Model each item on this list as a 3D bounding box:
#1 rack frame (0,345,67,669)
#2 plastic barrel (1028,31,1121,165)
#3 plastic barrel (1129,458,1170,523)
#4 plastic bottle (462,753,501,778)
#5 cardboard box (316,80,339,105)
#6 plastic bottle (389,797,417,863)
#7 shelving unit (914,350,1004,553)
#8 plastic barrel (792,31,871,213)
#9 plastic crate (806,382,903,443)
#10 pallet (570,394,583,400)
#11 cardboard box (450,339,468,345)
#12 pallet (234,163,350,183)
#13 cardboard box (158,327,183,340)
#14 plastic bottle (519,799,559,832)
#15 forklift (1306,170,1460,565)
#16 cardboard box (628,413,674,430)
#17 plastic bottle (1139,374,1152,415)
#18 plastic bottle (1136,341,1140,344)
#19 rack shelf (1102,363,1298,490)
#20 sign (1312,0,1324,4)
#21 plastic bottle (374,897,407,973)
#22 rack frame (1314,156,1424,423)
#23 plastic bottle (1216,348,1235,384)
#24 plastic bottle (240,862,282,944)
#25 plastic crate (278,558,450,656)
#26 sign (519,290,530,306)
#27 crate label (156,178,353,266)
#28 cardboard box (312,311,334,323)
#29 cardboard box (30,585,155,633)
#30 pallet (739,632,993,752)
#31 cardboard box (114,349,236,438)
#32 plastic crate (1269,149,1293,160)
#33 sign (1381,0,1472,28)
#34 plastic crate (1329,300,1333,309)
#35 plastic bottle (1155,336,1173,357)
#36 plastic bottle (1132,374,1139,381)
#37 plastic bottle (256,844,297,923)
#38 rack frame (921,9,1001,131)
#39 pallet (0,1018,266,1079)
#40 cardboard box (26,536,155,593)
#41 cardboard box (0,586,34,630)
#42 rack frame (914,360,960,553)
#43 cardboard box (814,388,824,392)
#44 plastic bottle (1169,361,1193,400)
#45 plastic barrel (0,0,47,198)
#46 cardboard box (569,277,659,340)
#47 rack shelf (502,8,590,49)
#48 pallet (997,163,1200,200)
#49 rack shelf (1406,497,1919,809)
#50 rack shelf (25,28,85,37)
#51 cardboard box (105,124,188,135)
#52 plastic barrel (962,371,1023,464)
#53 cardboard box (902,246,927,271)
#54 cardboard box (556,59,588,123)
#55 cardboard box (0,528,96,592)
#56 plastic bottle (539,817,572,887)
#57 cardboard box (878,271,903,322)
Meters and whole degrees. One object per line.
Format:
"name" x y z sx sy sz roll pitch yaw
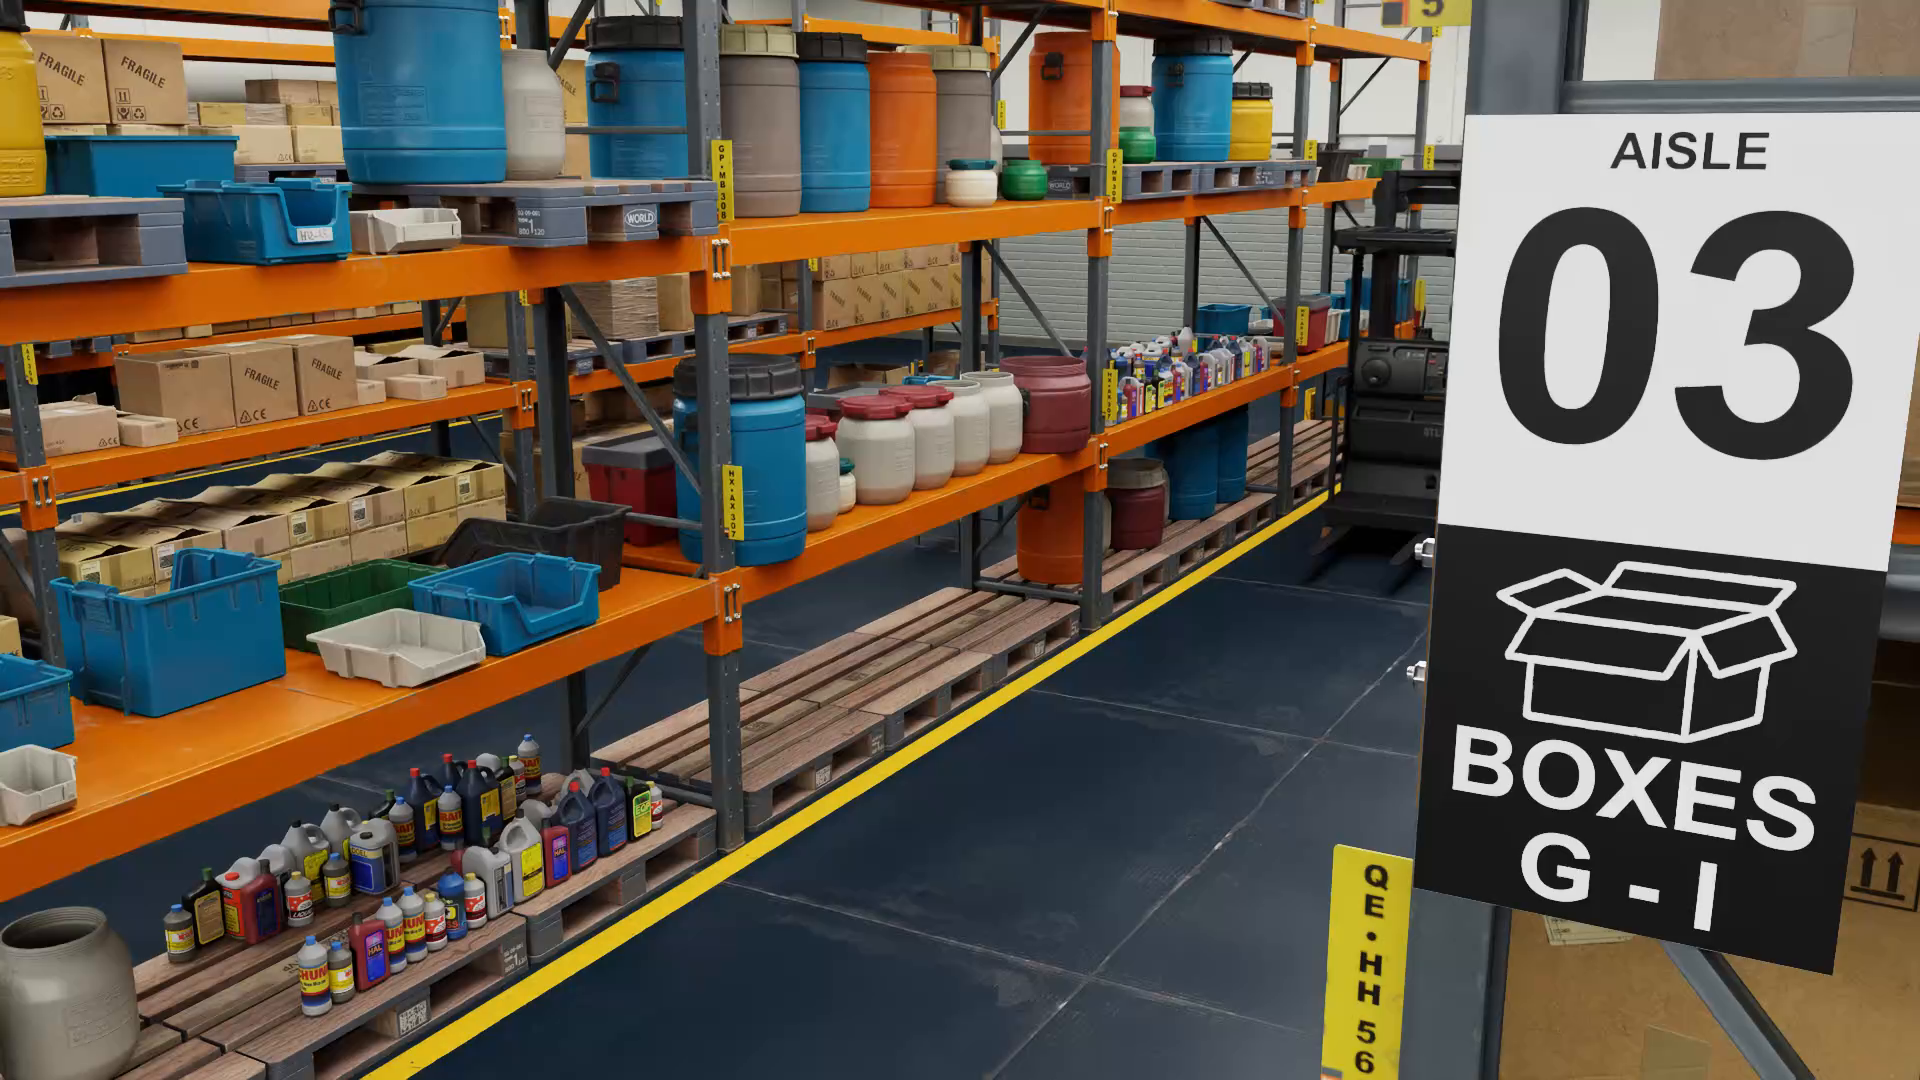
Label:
"rack frame" -5.794 -0.654 9.845 1.000 3.000 0.127 7 15 28
"plastic barrel" 0.751 -2.900 10.949 0.600 0.830 0.708 7 15 28
"plastic barrel" 1.436 -0.367 13.069 0.421 0.512 0.421 0 14 0
"plastic bottle" -2.130 1.104 7.429 0.152 0.276 0.135 8 16 30
"cardboard box" -6.805 -4.775 17.788 0.500 0.250 0.500 9 16 32
"plastic bottle" -2.343 1.212 6.987 0.097 0.271 0.097 0 14 0
"shelving unit" -0.003 -0.728 13.352 0.431 1.500 0.755 7 15 28
"plastic barrel" -0.772 -2.191 8.752 0.600 0.901 0.708 7 15 28
"plastic crate" -0.575 -0.647 9.680 0.402 0.464 0.583 7 15 28
"pallet" -5.240 -1.898 20.958 1.003 0.211 1.213 7 15 28
"cardboard box" -6.058 -2.294 19.704 0.380 0.149 0.250 7 15 28
"pallet" -4.648 -2.462 11.347 1.003 0.211 1.213 8 16 31
"cardboard box" -7.707 -2.015 15.983 0.380 0.149 0.250 8 16 29
"plastic bottle" -1.754 1.211 6.983 0.152 0.276 0.135 7 15 28
"forklift" 3.520 -1.384 13.019 1.130 2.935 3.031 7 15 26
"cardboard box" -2.648 -0.852 15.063 0.500 0.500 0.500 7 15 26
"plastic bottle" 1.294 -1.025 11.635 0.061 0.283 0.133 7 15 28
"plastic bottle" 1.427 -1.467 13.469 0.061 0.283 0.133 7 15 28
"rack shelf" 1.440 -0.973 12.705 1.077 0.370 4.000 7 15 28
"sign" 2.888 -4.485 13.384 0.100 0.325 0.005 7 15 28
"plastic bottle" -2.079 1.434 6.067 0.097 0.271 0.097 0 14 0
"rack frame" 4.341 -2.554 17.726 1.000 3.000 0.127 7 15 28
"plastic bottle" 2.079 -1.377 13.110 0.152 0.276 0.135 7 15 28
"plastic bottle" -2.650 1.372 6.298 0.061 0.283 0.133 7 15 28
"plastic crate" -2.363 0.258 6.517 0.450 0.188 0.662 7 15 28
"sign" -3.373 -1.975 12.856 0.100 0.325 0.005 7 15 28
"crate label" -2.200 -1.004 5.214 0.502 0.251 0.408 7 15 28
"cardboard box" -6.833 -2.386 17.524 0.380 0.149 0.250 7 15 26
"cardboard box" -5.382 0.424 10.345 0.500 0.250 0.500 7 15 27
"pallet" -0.526 0.847 9.570 1.003 0.211 1.213 7 15 28
"cardboard box" -5.154 -0.966 10.928 0.500 0.500 0.500 9 16 32
"plastic crate" 2.999 -3.535 15.648 0.437 0.282 0.530 7 15 28
"sign" 0.466 -0.666 1.605 0.100 0.325 0.005 7 15 28
"plastic crate" 3.615 -2.353 17.123 0.416 0.233 0.300 7 15 28
"plastic bottle" 1.673 -1.546 13.811 0.152 0.276 0.135 7 15 28
"plastic bottle" 1.216 -1.025 11.658 0.097 0.271 0.097 0 14 0
"plastic bottle" -2.677 1.335 6.467 0.152 0.276 0.135 7 15 26
"rack frame" 0.007 -6.032 19.354 1.000 3.000 0.127 7 15 28
"pallet" -3.001 1.897 5.213 1.003 0.211 1.213 7 15 28
"cardboard box" -5.377 0.150 10.287 0.500 0.311 0.500 7 15 28
"cardboard box" -5.848 0.361 10.608 0.500 0.250 0.500 7 15 27
"rack frame" -0.180 -0.653 13.041 0.400 1.500 0.023 7 15 28
"cardboard box" -1.537 -1.505 18.173 0.500 0.311 0.500 7 15 28
"plastic bottle" 1.636 -1.189 12.329 0.152 0.276 0.135 7 15 28
"plastic barrel" -2.954 -1.273 4.717 0.600 0.588 0.600 0 14 0
"cardboard box" -3.046 -2.035 14.466 0.700 0.500 0.500 11 17 38
"rack shelf" -2.894 -4.257 14.380 1.077 0.370 4.000 7 15 28
"pallet" 0.929 -2.425 11.194 1.003 0.211 1.213 7 15 28
"rack shelf" 1.909 -0.229 3.217 1.077 0.370 4.000 7 15 28
"rack shelf" -9.166 -3.997 13.300 1.077 0.370 4.000 7 15 28
"cardboard box" -5.225 -2.482 10.451 0.500 0.250 0.500 6 15 23
"plastic barrel" 0.163 -0.732 9.929 0.421 0.512 0.421 0 14 0
"cardboard box" -0.706 -3.212 18.110 0.500 0.500 0.500 8 16 30
"cardboard box" -3.398 -3.661 13.571 0.500 0.500 0.500 7 15 28
"cardboard box" -5.850 0.091 10.532 0.500 0.311 0.500 7 15 28
"plastic bottle" -1.654 1.257 6.776 0.061 0.283 0.133 9 16 32
"cardboard box" -0.953 -2.625 17.809 0.500 0.500 0.500 7 15 28
